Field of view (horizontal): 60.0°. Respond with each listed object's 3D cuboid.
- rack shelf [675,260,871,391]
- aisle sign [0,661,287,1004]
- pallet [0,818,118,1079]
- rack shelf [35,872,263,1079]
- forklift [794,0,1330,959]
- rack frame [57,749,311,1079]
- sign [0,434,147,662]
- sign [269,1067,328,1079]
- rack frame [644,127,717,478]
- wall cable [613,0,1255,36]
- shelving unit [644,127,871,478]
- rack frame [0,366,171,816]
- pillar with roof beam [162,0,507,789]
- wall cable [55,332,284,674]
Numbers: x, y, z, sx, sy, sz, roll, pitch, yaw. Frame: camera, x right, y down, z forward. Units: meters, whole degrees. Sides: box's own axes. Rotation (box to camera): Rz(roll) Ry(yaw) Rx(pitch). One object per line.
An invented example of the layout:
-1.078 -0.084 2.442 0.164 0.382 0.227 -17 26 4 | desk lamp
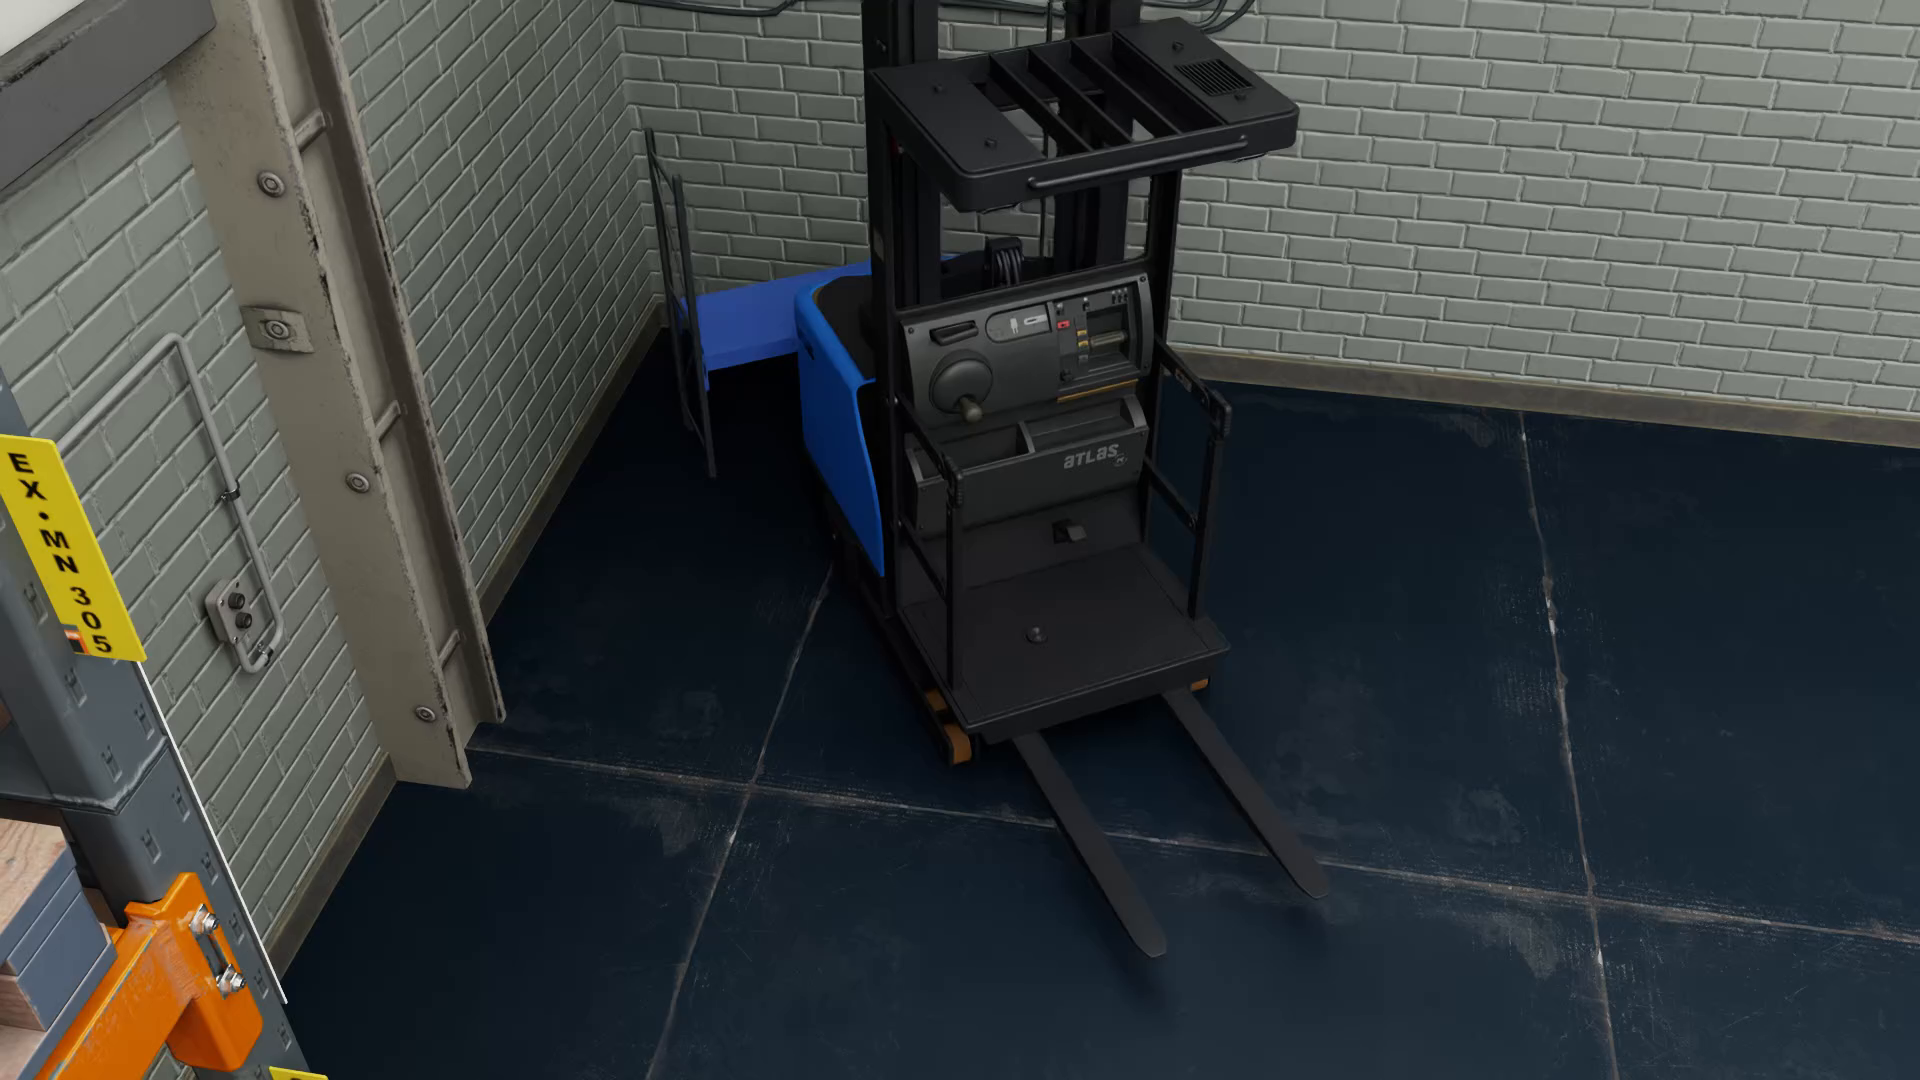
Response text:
-0.750 -0.996 7.560 1.000 0.185 0.538 -15 42 -17 | rack shelf
-1.246 0.398 2.374 0.394 0.787 0.004 6 40 8 | aisle sign
-1.672 0.757 1.696 1.003 0.211 1.213 6 40 8 | pallet
-1.900 1.789 0.943 1.077 0.370 4.000 6 40 8 | rack shelf
0.334 -0.599 5.674 1.130 2.935 3.031 -15 42 -17 | forklift
-1.554 1.412 3.188 1.000 3.000 0.127 6 40 8 | rack frame
-1.022 0.014 1.892 0.100 0.325 0.005 6 40 8 | sign
-1.022 0.943 2.660 0.100 0.325 0.005 6 40 8 | sign
-1.220 -1.012 7.297 0.032 1.500 0.500 -15 42 -17 | rack frame
-0.223 -3.213 6.511 3.097 2.526 0.112 6 40 8 | wall cable
-0.750 -1.135 7.445 1.048 1.500 0.538 -15 42 -17 | shelving unit
-1.554 -0.900 1.276 1.000 3.000 0.127 6 40 8 | rack frame
2.301 -2.215 2.867 9.100 9.000 0.400 6 40 8 | pillar with roof beam
-2.264 0.113 3.962 0.084 1.984 1.851 6 40 8 | wall cable
